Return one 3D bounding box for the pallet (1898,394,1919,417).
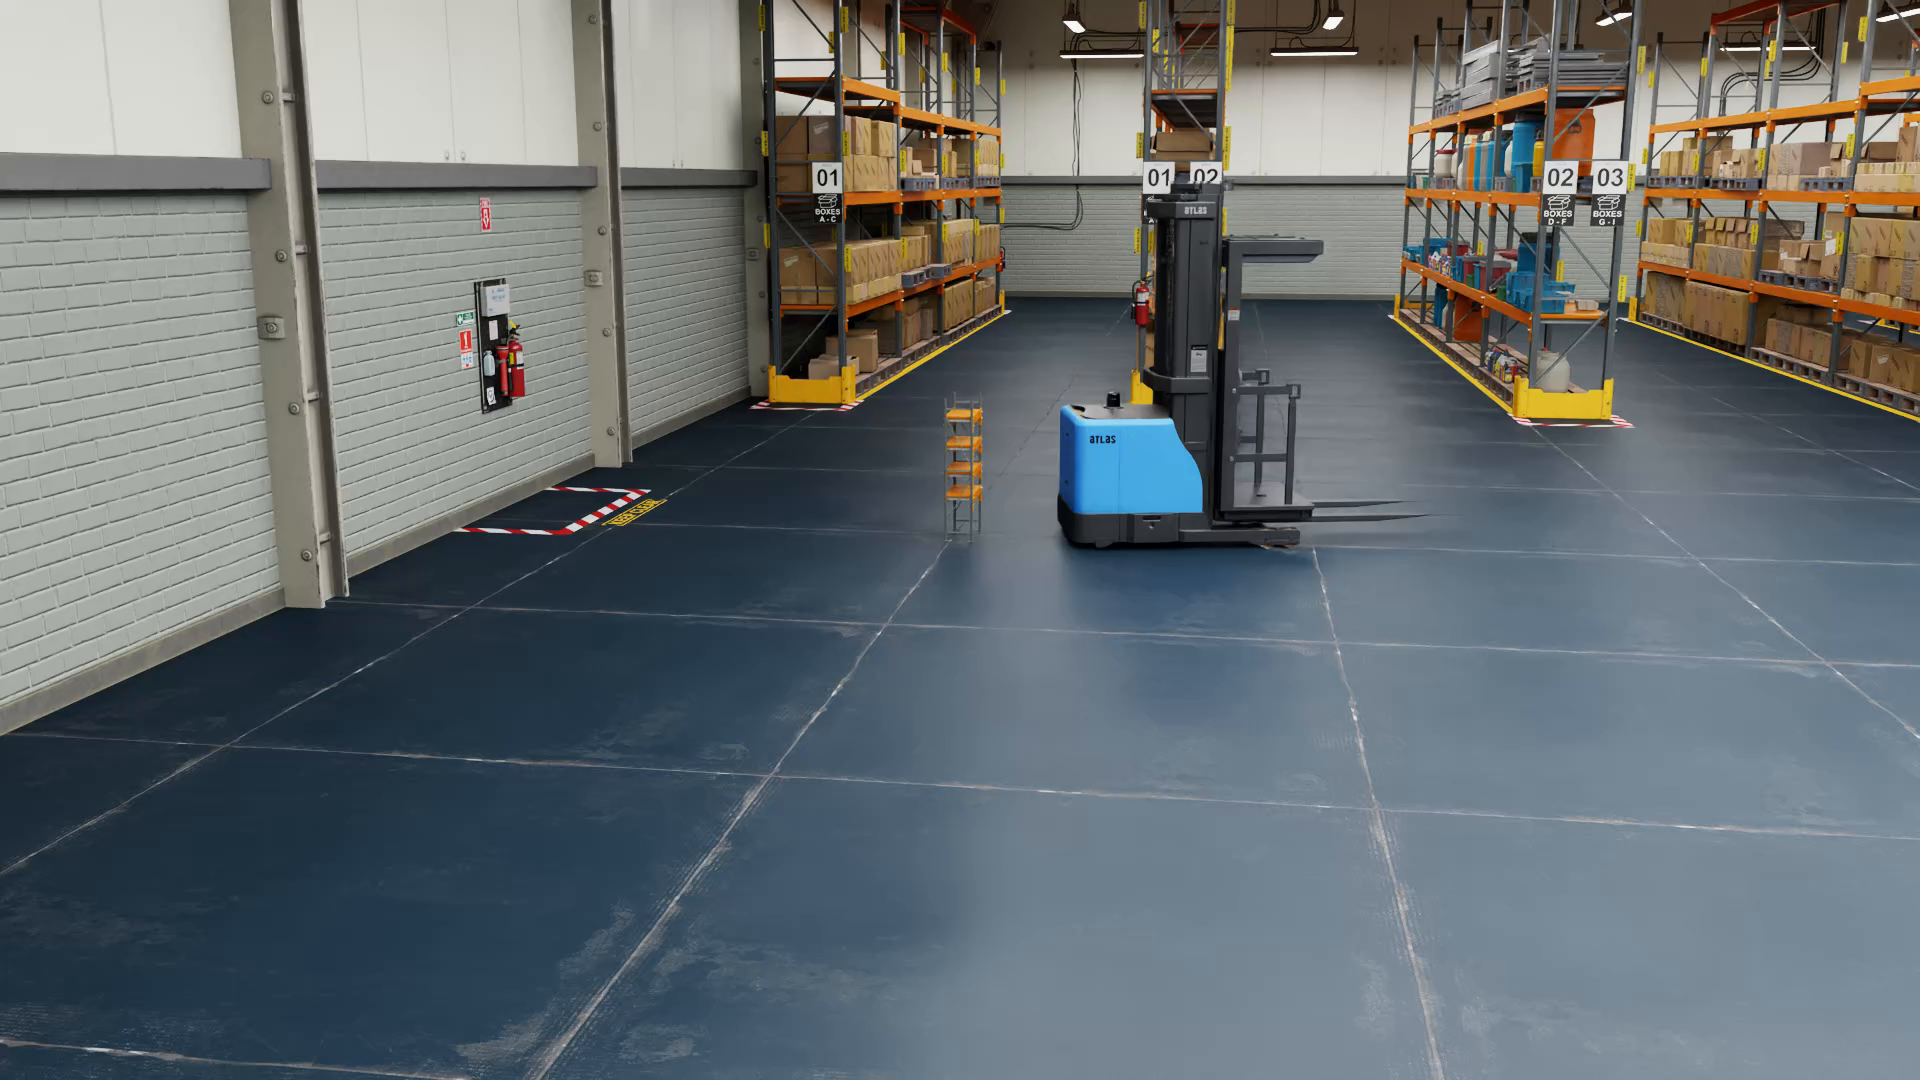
[{"bbox_3d":[12.812,-1.693,21.348,1.003,0.211,1.213,2,12,9],"label":"pallet"}]

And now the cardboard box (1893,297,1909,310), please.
[{"bbox_3d":[12.608,-3.131,21.998,0.380,0.149,0.250,2,12,9],"label":"cardboard box"}]

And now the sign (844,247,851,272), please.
[{"bbox_3d":[-1.506,-3.759,22.262,0.100,0.325,0.005,2,12,9],"label":"sign"}]

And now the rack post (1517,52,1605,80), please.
[{"bbox_3d":[8.014,-6.333,22.198,0.937,0.300,0.954,2,12,8],"label":"rack post"}]

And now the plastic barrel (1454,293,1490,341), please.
[{"bbox_3d":[9.035,-3.945,29.333,0.600,0.830,0.708,2,12,9],"label":"plastic barrel"}]

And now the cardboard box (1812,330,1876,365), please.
[{"bbox_3d":[13.464,-2.924,25.329,0.700,0.500,0.500,2,12,8],"label":"cardboard box"}]

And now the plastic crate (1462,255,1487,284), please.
[{"bbox_3d":[8.426,-4.403,27.151,0.402,0.464,0.583,2,12,9],"label":"plastic crate"}]

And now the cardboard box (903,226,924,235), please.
[{"bbox_3d":[-0.835,-5.527,29.700,0.380,0.149,0.250,0,12,1],"label":"cardboard box"}]

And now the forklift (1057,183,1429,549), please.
[{"bbox_3d":[2.390,-1.472,13.865,3.031,2.935,1.130,-1,12,-4],"label":"forklift"}]

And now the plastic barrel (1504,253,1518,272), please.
[{"bbox_3d":[8.839,-4.277,26.395,0.433,0.535,0.433,0,12,0],"label":"plastic barrel"}]

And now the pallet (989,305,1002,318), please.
[{"bbox_3d":[0.373,-5.152,37.400,1.003,0.211,1.213,2,12,9],"label":"pallet"}]

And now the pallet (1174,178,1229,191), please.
[{"bbox_3d":[3.898,-5.856,27.376,1.003,0.211,1.213,2,12,11],"label":"pallet"}]

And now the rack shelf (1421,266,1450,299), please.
[{"bbox_3d":[9.285,-4.763,30.681,1.077,0.370,4.000,2,12,9],"label":"rack shelf"}]

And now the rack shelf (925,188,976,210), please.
[{"bbox_3d":[-0.504,-6.550,31.854,1.077,0.370,4.000,2,12,9],"label":"rack shelf"}]

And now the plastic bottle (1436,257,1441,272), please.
[{"bbox_3d":[8.922,-5.120,30.934,0.097,0.271,0.097,0,12,0],"label":"plastic bottle"}]

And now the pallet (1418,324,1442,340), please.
[{"bbox_3d":[9.432,-4.008,32.091,1.003,0.211,1.213,2,12,9],"label":"pallet"}]

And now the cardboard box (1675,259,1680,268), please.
[{"bbox_3d":[14.289,-5.429,32.659,0.380,0.149,0.250,2,12,8],"label":"cardboard box"}]

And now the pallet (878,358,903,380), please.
[{"bbox_3d":[-1.496,-2.682,25.939,1.003,0.211,1.213,2,12,9],"label":"pallet"}]

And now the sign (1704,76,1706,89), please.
[{"bbox_3d":[15.635,-9.610,34.822,0.100,0.325,0.005,2,12,9],"label":"sign"}]

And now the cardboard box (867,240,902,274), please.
[{"bbox_3d":[-1.194,-4.381,25.730,0.500,0.500,0.500,2,12,9],"label":"cardboard box"}]

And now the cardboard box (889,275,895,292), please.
[{"bbox_3d":[-1.285,-3.911,25.329,0.500,0.250,0.500,2,12,9],"label":"cardboard box"}]

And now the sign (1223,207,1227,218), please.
[{"bbox_3d":[5.859,-7.223,36.891,0.100,0.325,0.005,2,12,9],"label":"sign"}]

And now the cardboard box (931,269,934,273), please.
[{"bbox_3d":[-0.533,-4.967,30.470,0.380,0.149,0.250,2,12,8],"label":"cardboard box"}]

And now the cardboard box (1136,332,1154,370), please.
[{"bbox_3d":[2.641,-2.543,22.423,0.500,0.500,0.500,2,12,9],"label":"cardboard box"}]

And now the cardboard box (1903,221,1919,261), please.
[{"bbox_3d":[12.632,-3.886,21.589,0.500,0.500,0.500,2,12,9],"label":"cardboard box"}]

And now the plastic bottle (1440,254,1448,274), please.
[{"bbox_3d":[8.859,-5.042,30.385,0.144,0.351,0.185,2,12,9],"label":"plastic bottle"}]

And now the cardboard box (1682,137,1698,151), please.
[{"bbox_3d":[14.781,-7.919,33.246,0.500,0.250,0.500,1,12,7],"label":"cardboard box"}]

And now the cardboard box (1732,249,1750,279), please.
[{"bbox_3d":[13.785,-4.801,28.912,0.500,0.500,0.500,2,12,8],"label":"cardboard box"}]

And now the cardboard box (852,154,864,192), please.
[{"bbox_3d":[-1.626,-5.051,22.905,0.500,0.500,0.500,3,12,12],"label":"cardboard box"}]

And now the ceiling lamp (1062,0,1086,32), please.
[{"bbox_3d":[2.447,-11.373,31.551,0.800,3.185,2.000,2,12,9],"label":"ceiling lamp"}]

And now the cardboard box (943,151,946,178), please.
[{"bbox_3d":[-0.667,-7.079,31.319,0.700,0.500,0.500,3,12,12],"label":"cardboard box"}]

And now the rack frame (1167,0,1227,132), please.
[{"bbox_3d":[4.083,-7.792,28.789,1.000,3.000,0.127,2,12,9],"label":"rack frame"}]

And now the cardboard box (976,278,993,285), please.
[{"bbox_3d":[0.531,-5.750,36.951,0.380,0.149,0.250,2,12,10],"label":"cardboard box"}]

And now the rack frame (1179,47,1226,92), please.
[{"bbox_3d":[5.314,-9.457,36.517,1.000,3.000,0.127,2,12,9],"label":"rack frame"}]

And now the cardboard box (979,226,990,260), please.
[{"bbox_3d":[0.123,-6.414,35.925,0.980,0.700,0.700,1,12,6],"label":"cardboard box"}]

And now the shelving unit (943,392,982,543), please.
[{"bbox_3d":[0.025,-0.621,14.027,0.258,1.200,0.503,2,12,9],"label":"shelving unit"}]

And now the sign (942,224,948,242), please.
[{"bbox_3d":[-0.274,-5.531,29.976,0.100,0.325,0.005,2,12,9],"label":"sign"}]

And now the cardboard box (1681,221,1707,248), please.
[{"bbox_3d":[14.293,-5.913,32.182,0.500,0.500,0.500,2,12,10],"label":"cardboard box"}]

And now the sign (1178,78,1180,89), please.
[{"bbox_3d":[4.777,-9.970,36.492,0.100,0.325,0.005,2,12,9],"label":"sign"}]

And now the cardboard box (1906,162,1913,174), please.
[{"bbox_3d":[12.732,-4.908,21.936,0.380,0.149,0.250,2,12,10],"label":"cardboard box"}]

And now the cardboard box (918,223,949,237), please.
[{"bbox_3d":[-0.483,-5.682,30.467,0.500,0.250,0.500,2,12,10],"label":"cardboard box"}]

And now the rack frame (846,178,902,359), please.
[{"bbox_3d":[-1.427,-4.186,26.299,1.000,3.000,0.127,2,12,9],"label":"rack frame"}]

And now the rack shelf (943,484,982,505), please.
[{"bbox_3d":[0.025,-0.361,14.083,0.258,0.148,0.480,2,12,9],"label":"rack shelf"}]

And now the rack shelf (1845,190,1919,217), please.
[{"bbox_3d":[12.948,-4.403,21.893,1.077,0.370,4.000,2,12,9],"label":"rack shelf"}]

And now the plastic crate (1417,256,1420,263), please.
[{"bbox_3d":[9.499,-5.667,33.681,0.437,0.125,0.590,2,12,9],"label":"plastic crate"}]

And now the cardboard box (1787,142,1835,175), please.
[{"bbox_3d":[13.393,-5.997,26.158,0.500,0.500,0.500,2,12,7],"label":"cardboard box"}]

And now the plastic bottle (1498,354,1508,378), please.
[{"bbox_3d":[7.705,-2.464,23.552,0.144,0.351,0.185,2,12,11],"label":"plastic bottle"}]

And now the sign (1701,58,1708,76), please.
[{"bbox_3d":[13.942,-8.860,31.152,0.100,0.325,0.005,2,12,9],"label":"sign"}]

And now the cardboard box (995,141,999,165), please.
[{"bbox_3d":[0.575,-8.537,36.708,0.500,0.500,0.500,2,12,8],"label":"cardboard box"}]

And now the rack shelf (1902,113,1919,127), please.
[{"bbox_3d":[19.679,-8.184,32.325,1.077,0.370,4.000,2,12,9],"label":"rack shelf"}]

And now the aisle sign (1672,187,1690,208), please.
[{"bbox_3d":[15.409,-7.479,35.406,0.394,0.787,0.004,2,12,9],"label":"aisle sign"}]

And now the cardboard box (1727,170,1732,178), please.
[{"bbox_3d":[14.109,-6.614,30.043,0.380,0.149,0.250,1,12,6],"label":"cardboard box"}]

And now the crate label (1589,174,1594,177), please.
[{"bbox_3d":[8.361,-4.805,22.404,0.502,0.251,0.408,2,12,9],"label":"crate label"}]

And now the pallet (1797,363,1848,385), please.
[{"bbox_3d":[13.374,-2.504,25.111,1.003,0.211,1.213,2,12,9],"label":"pallet"}]

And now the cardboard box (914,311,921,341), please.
[{"bbox_3d":[-1.065,-3.757,29.196,0.700,0.500,0.500,2,12,9],"label":"cardboard box"}]
